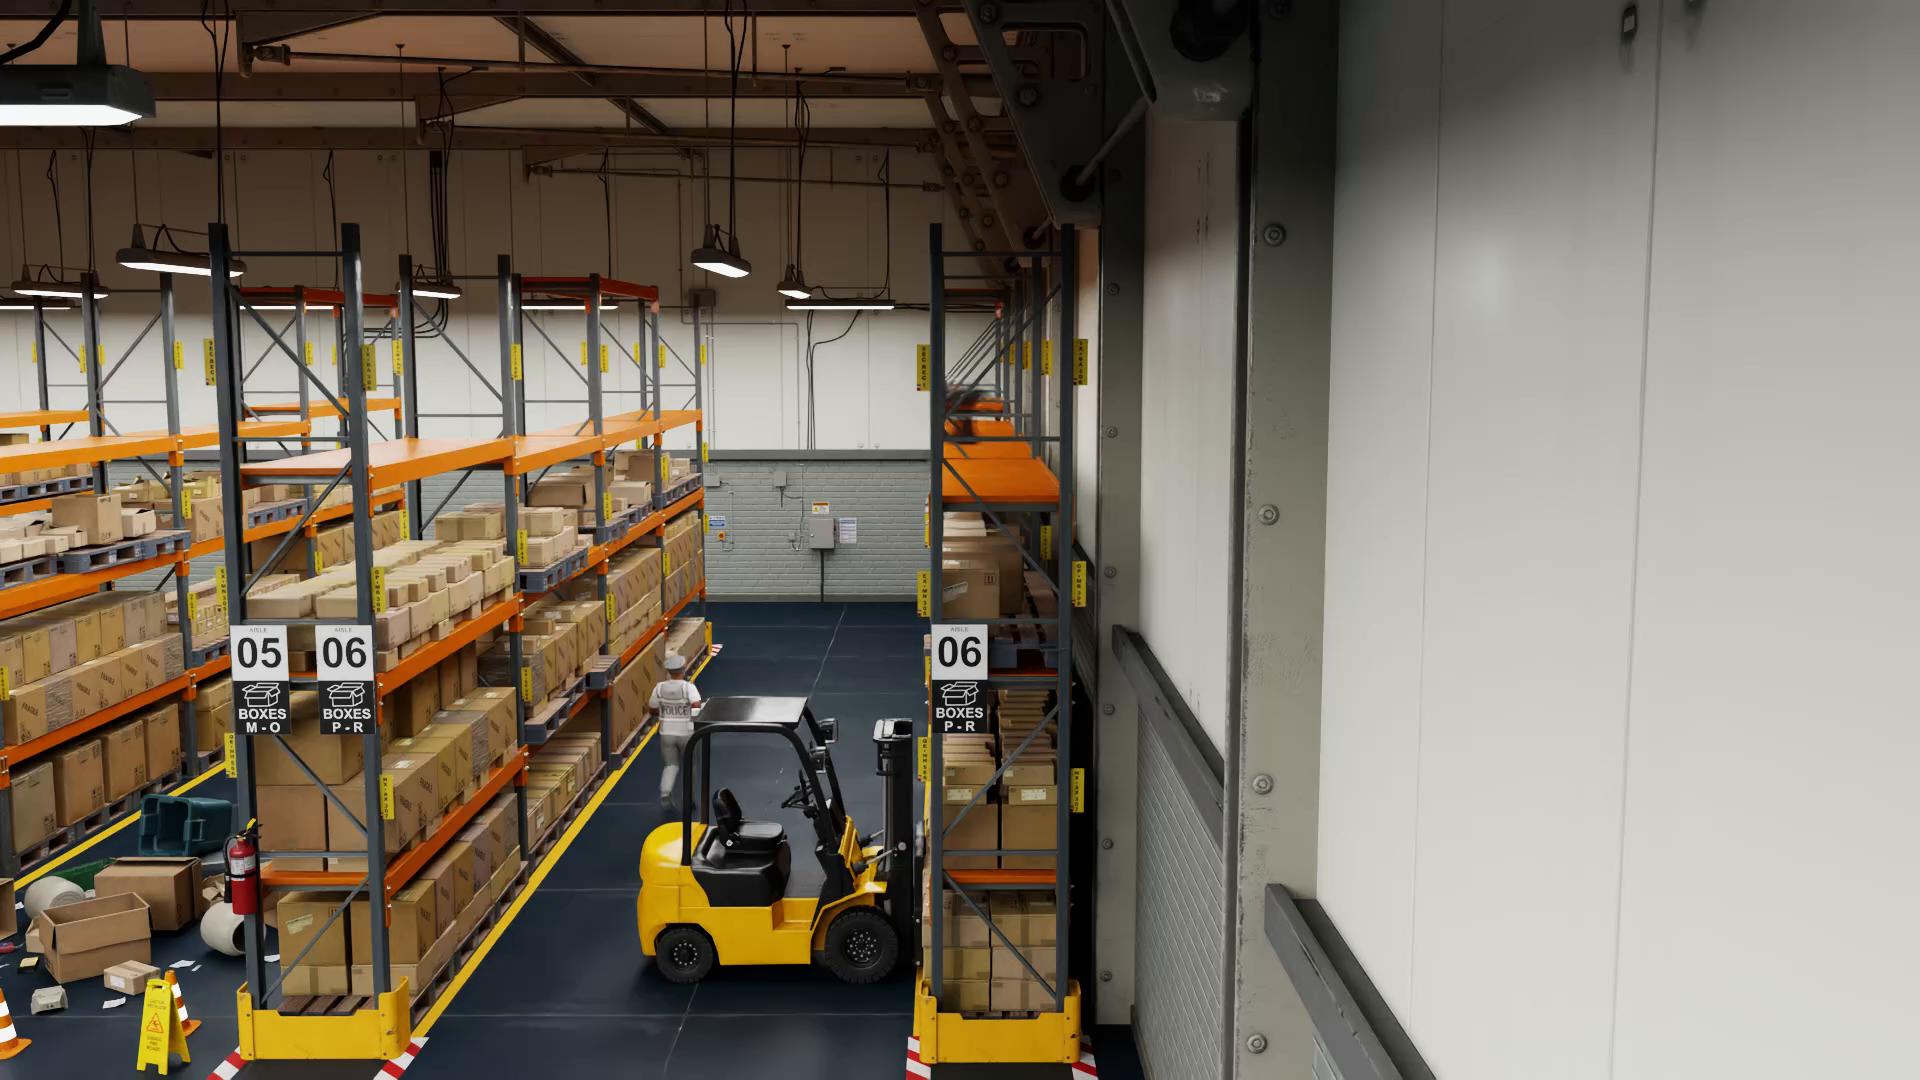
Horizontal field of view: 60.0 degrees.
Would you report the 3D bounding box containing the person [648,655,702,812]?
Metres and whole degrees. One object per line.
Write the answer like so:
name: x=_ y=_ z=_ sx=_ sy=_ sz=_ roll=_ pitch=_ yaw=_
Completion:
person: x=-3.116 y=2.159 z=18.338 sx=0.652 sy=1.787 sz=0.957 roll=0 pitch=7 yaw=2
